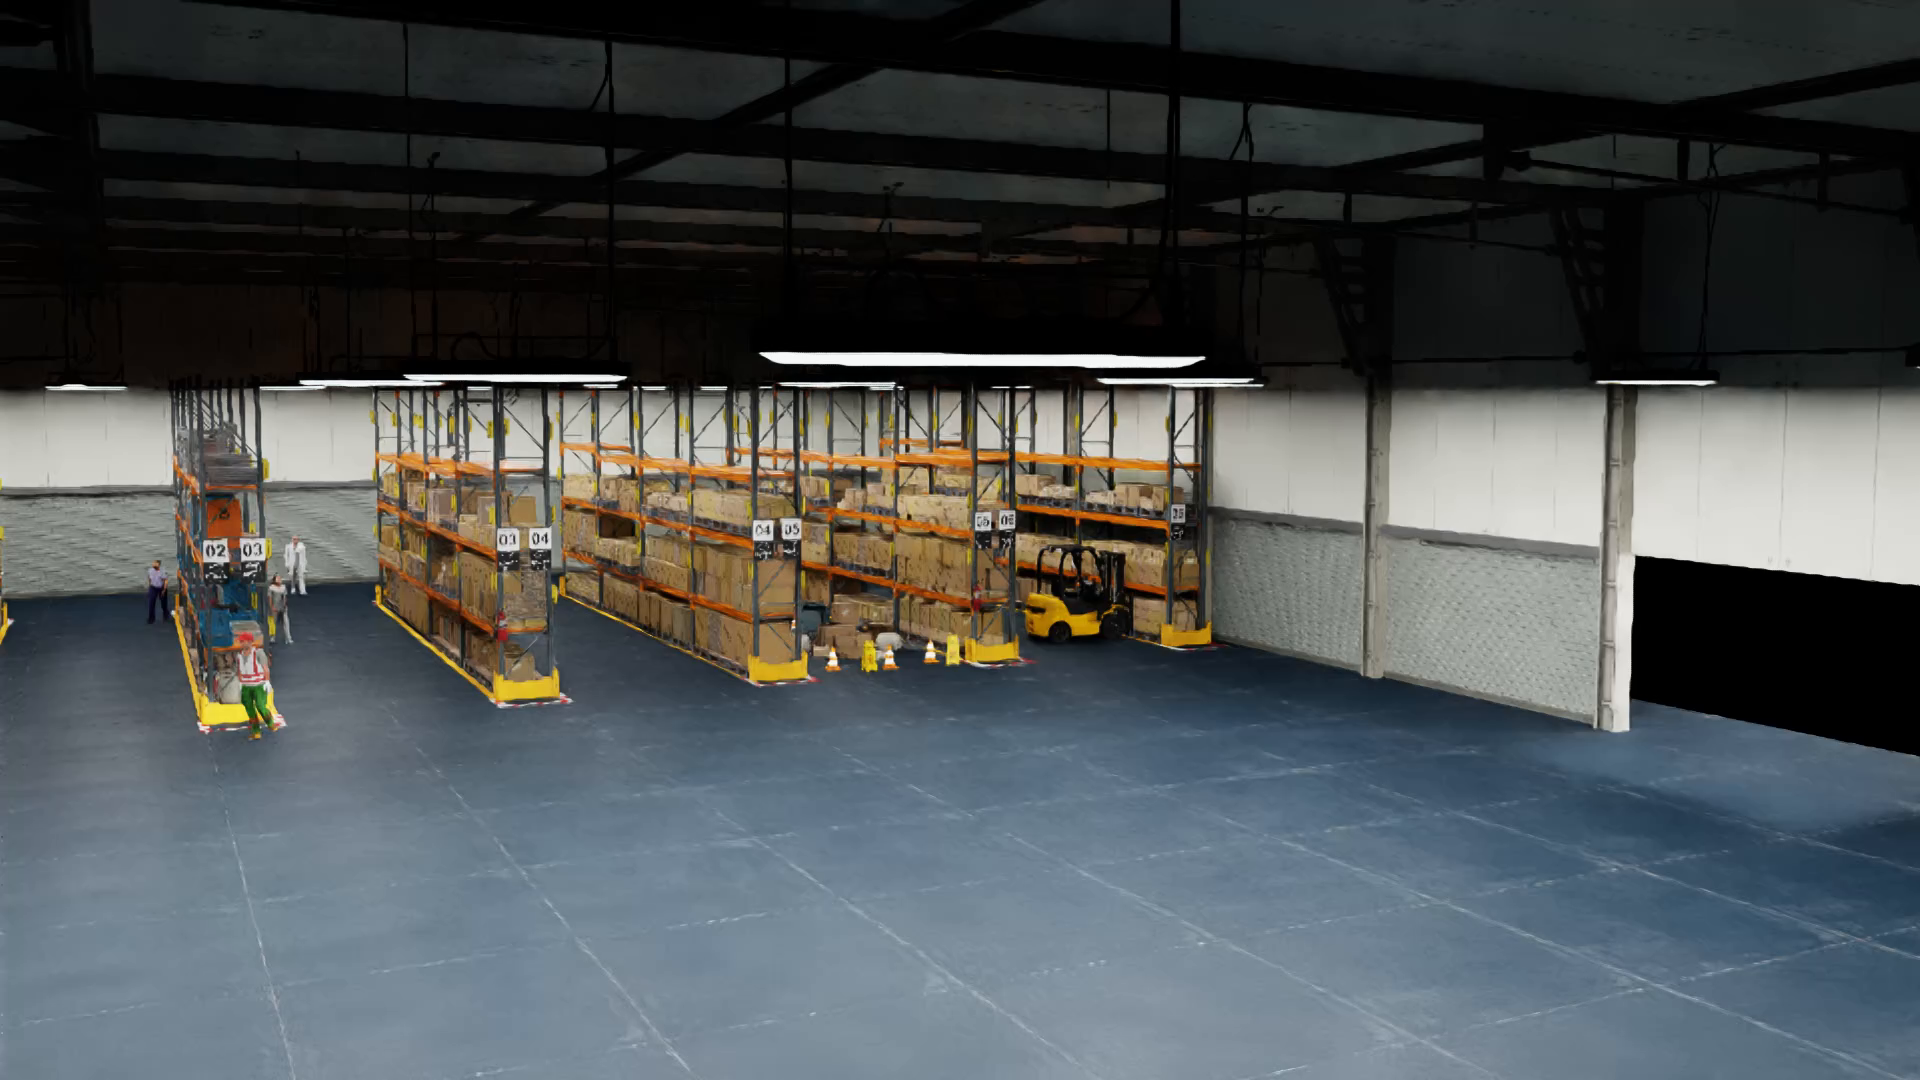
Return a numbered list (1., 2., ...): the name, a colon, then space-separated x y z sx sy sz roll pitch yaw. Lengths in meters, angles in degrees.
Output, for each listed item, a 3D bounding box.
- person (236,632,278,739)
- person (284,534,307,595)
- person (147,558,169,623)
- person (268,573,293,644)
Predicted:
1. person: -11.665 2.392 27.547 0.589 1.779 0.577 1 5 9
2. person: -18.741 0.685 46.927 0.598 1.698 1.194 -2 6 -25
3. person: -19.949 1.242 41.396 0.477 1.580 1.003 -2 5 -18
4. person: -15.486 1.551 37.760 0.444 1.604 1.016 -4 6 -35
